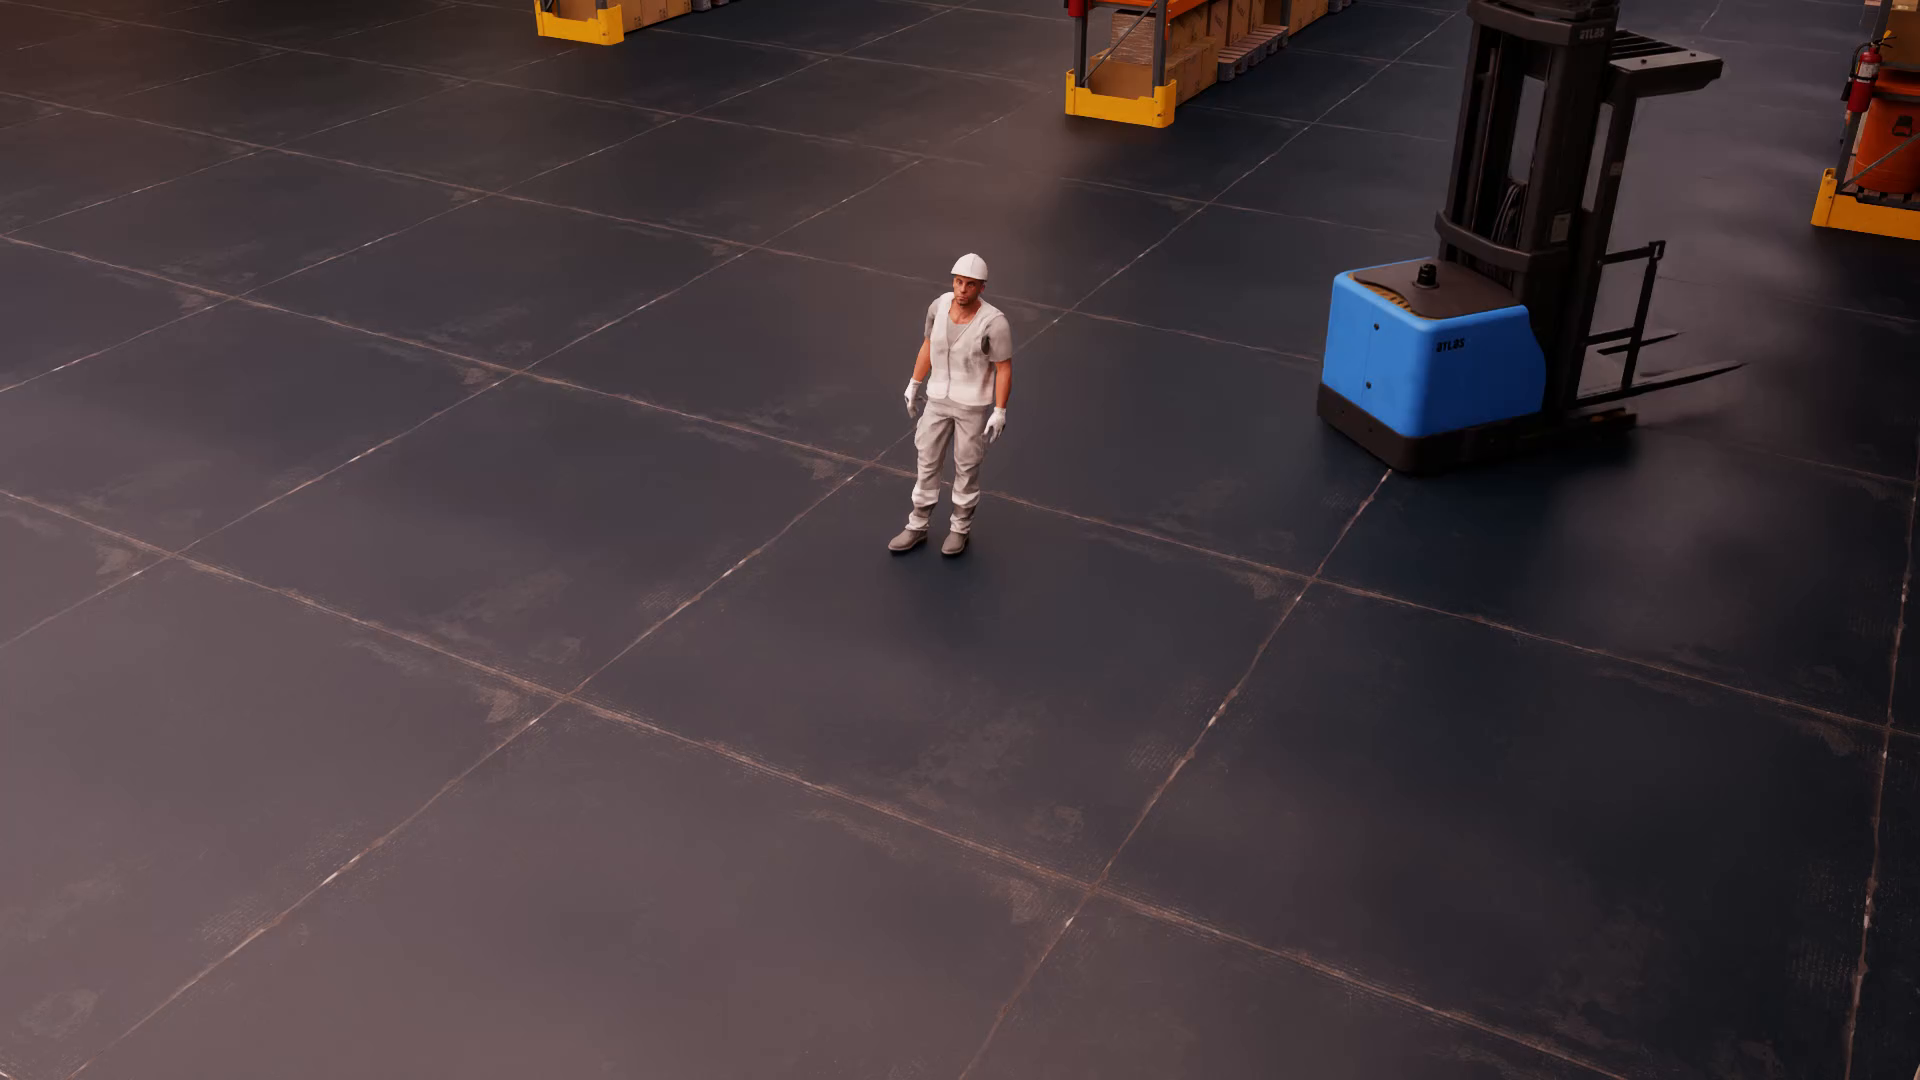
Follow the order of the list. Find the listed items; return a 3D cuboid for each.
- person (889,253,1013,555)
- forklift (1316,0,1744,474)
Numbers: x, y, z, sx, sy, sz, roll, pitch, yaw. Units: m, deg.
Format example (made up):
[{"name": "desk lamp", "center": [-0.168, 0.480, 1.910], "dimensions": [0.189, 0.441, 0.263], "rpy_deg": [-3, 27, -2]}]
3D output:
[{"name": "person", "center": [-0.050, -0.749, 9.496], "dimensions": [0.637, 1.790, 0.562], "rpy_deg": [15, 33, 25]}, {"name": "forklift", "center": [3.997, -2.165, 10.823], "dimensions": [3.031, 2.935, 1.130], "rpy_deg": [-12, 32, -20]}]
